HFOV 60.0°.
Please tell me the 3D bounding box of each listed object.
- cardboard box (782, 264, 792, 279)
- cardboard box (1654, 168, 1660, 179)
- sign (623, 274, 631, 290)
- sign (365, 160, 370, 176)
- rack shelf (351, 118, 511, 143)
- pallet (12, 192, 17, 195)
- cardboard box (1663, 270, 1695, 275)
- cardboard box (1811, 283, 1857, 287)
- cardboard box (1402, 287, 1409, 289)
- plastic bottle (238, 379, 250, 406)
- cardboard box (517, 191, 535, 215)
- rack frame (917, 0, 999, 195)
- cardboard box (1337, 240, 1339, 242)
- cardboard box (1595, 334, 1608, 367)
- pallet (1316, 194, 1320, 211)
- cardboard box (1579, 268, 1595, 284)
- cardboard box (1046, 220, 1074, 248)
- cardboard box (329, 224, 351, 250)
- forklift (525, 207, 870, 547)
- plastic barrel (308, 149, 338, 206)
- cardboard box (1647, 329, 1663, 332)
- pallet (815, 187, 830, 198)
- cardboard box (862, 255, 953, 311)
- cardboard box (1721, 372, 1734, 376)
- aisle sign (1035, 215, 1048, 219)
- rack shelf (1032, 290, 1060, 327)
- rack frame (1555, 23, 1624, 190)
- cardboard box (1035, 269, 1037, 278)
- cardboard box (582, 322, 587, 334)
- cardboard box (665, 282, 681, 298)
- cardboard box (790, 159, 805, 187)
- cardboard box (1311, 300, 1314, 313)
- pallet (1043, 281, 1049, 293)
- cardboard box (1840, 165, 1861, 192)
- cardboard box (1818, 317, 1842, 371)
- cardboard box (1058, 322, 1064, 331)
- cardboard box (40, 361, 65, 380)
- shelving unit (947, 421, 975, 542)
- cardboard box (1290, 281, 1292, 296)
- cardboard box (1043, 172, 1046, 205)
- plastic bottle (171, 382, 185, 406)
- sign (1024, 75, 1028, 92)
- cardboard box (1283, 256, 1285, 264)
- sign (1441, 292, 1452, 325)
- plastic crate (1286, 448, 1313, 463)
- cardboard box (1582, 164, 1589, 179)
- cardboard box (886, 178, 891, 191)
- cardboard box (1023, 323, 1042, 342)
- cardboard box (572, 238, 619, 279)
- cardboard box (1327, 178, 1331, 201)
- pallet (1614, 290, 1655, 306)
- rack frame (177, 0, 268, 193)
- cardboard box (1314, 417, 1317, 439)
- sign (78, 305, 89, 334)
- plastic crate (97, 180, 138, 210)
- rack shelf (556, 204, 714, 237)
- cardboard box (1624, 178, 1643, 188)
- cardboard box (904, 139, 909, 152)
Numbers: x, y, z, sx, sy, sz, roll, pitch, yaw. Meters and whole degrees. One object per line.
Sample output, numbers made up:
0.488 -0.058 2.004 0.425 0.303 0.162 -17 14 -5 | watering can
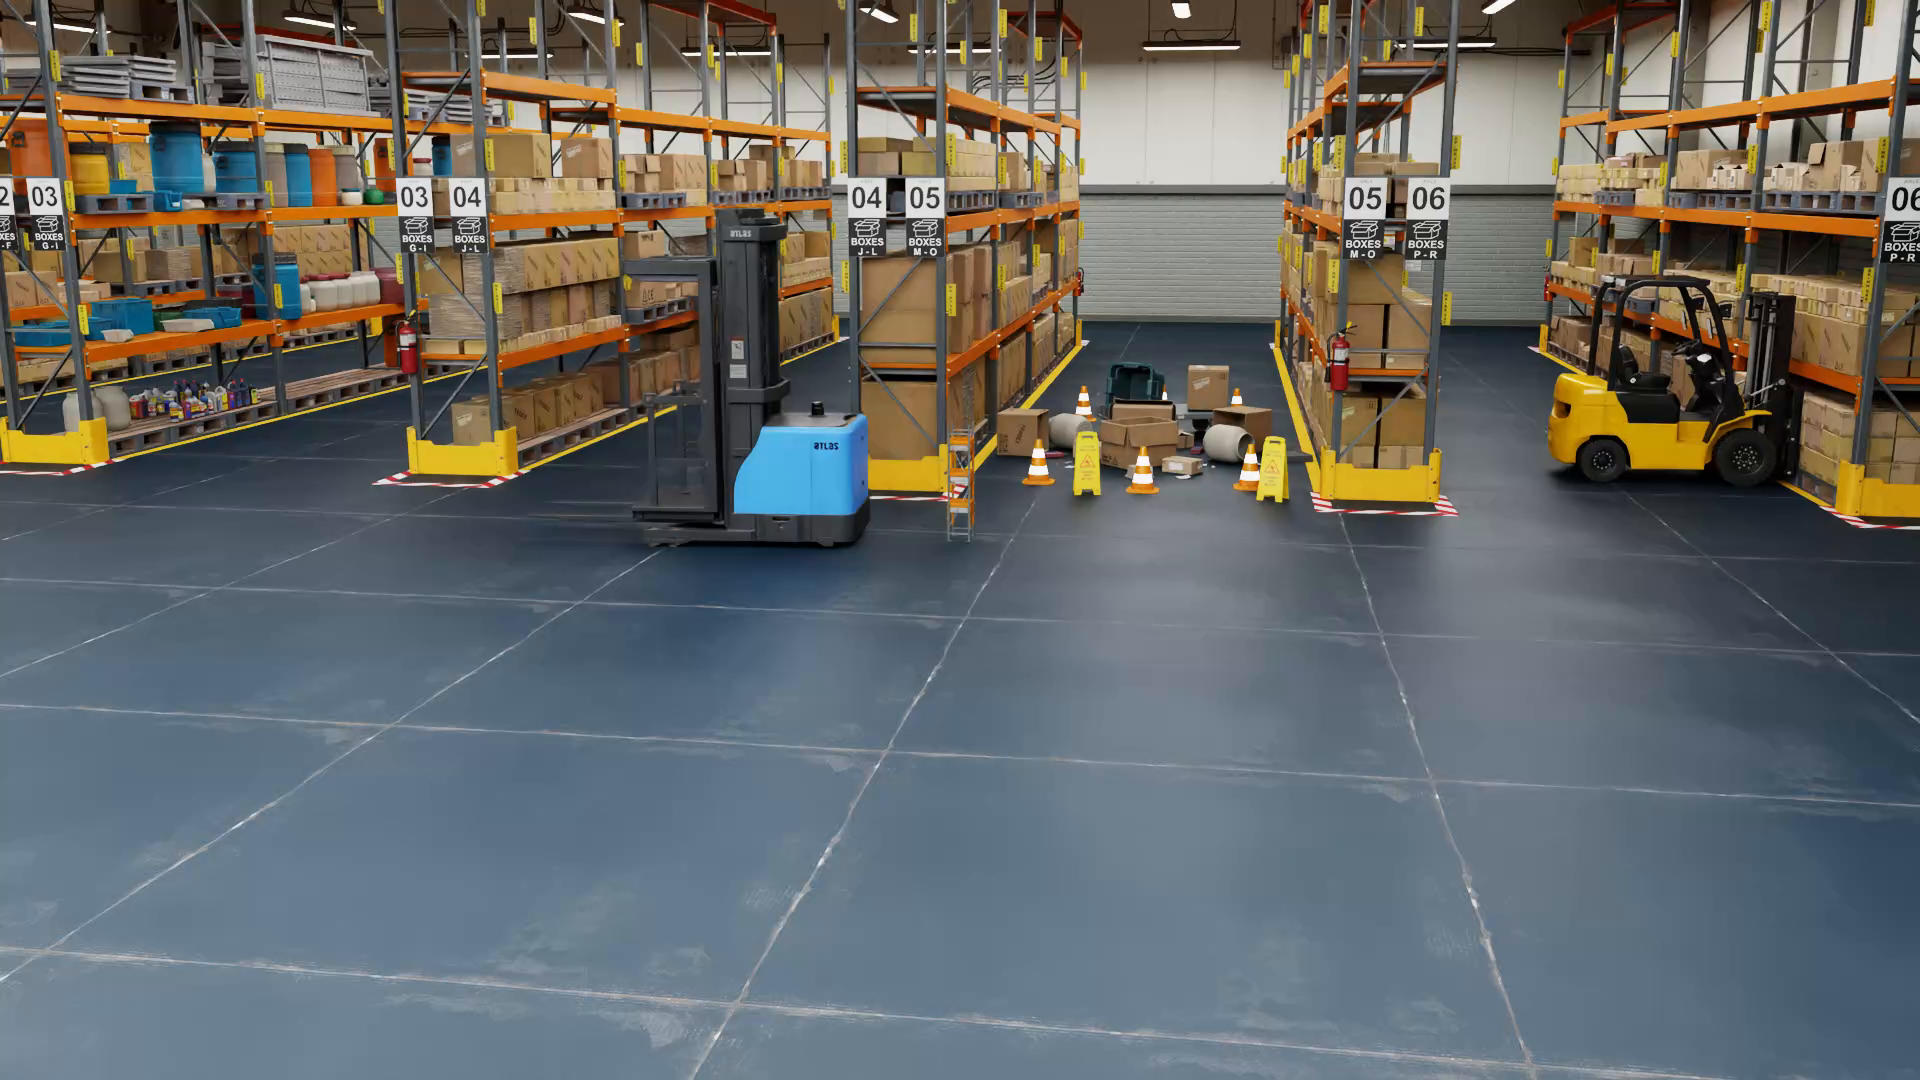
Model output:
-3.349 -4.864 30.095 0.500 0.250 0.500 2 12 8 | cardboard box
10.299 -5.312 24.105 0.380 0.149 0.250 1 12 7 | cardboard box
-4.373 -3.445 21.803 0.100 0.325 0.005 2 12 9 | sign
-12.307 -7.734 34.540 0.100 0.325 0.005 2 12 9 | sign
-8.881 -6.833 27.994 1.077 0.370 4.000 2 12 9 | rack shelf
-14.268 -5.189 25.279 1.003 0.211 1.213 2 12 11 | pallet
10.062 -3.698 23.257 0.380 0.149 0.250 2 12 10 | cardboard box
9.249 -2.636 17.622 0.380 0.149 0.250 2 12 9 | cardboard box
4.987 -2.703 19.472 0.500 0.500 0.500 2 12 11 | cardboard box
-9.618 -1.975 22.280 0.144 0.351 0.185 2 12 7 | plastic bottle
-5.123 -3.797 18.730 0.500 0.250 0.500 2 12 7 | cardboard box
-0.025 -5.789 20.493 1.000 3.000 0.127 2 12 9 | rack frame
5.815 -4.182 24.666 0.500 0.500 0.500 1 12 7 | cardboard box
10.721 -3.112 27.249 0.500 0.500 0.500 2 12 11 | cardboard box
5.082 -4.216 20.763 1.213 0.211 1.003 2 12 9 | pallet
10.917 -4.513 28.462 0.500 0.250 0.500 2 12 9 | cardboard box
1.847 -5.720 31.097 0.500 0.500 0.500 3 12 12 | cardboard box
-12.726 -6.188 33.977 0.500 0.500 0.500 2 12 10 | cardboard box
-2.387 -1.480 14.905 3.031 2.935 1.130 1 12 5 | forklift
-9.630 -5.407 24.823 0.600 0.830 0.708 2 12 9 | plastic barrel
11.169 -3.276 26.473 0.380 0.149 0.250 1 12 6 | cardboard box
-3.168 -6.804 32.535 1.003 0.211 1.213 2 12 9 | pallet
-0.544 -2.700 17.484 0.875 0.550 0.550 2 12 9 | cardboard box
9.856 -1.710 20.447 0.875 0.625 0.625 2 12 11 | cardboard box
1.536 -6.650 32.558 0.394 0.787 0.004 2 12 9 | aisle sign
0.898 -3.753 26.996 1.077 0.370 4.000 2 12 9 | rack shelf
11.633 -7.987 30.695 1.000 3.000 0.127 2 12 9 | rack frame
1.018 -4.227 26.381 0.380 0.149 0.250 2 12 9 | cardboard box
-4.895 -2.655 20.791 0.380 0.149 0.250 2 12 9 | cardboard box
-4.285 -3.654 24.151 0.396 0.266 0.258 2 12 7 | cardboard box
-3.311 -6.853 31.082 0.700 0.500 0.500 2 12 11 | cardboard box
4.751 -3.024 21.506 0.380 0.149 0.250 2 12 8 | cardboard box
0.944 -4.273 28.156 1.003 0.211 1.213 2 12 9 | pallet
9.038 -3.614 16.606 0.396 0.266 0.258 2 12 9 | cardboard box
9.077 -1.991 16.876 0.500 0.500 0.500 2 12 10 | cardboard box
1.692 -3.904 30.345 0.380 0.149 0.250 2 12 10 | cardboard box
-14.155 -2.617 25.545 0.500 0.250 0.500 2 12 10 | cardboard box
0.008 -0.524 14.934 0.215 1.050 0.252 2 12 9 | shelving unit
5.706 -4.118 27.336 0.500 0.250 0.500 2 12 7 | cardboard box
1.083 -5.523 26.142 0.500 0.500 0.500 2 12 9 | cardboard box
-10.367 -1.924 22.046 0.144 0.351 0.185 1 12 6 | plastic bottle
1.285 -8.799 32.059 0.100 0.325 0.005 2 12 9 | sign
6.320 -5.067 31.146 0.500 0.500 0.500 2 12 8 | cardboard box
4.803 -2.289 16.442 0.100 0.325 0.005 2 12 9 | sign
3.830 -0.989 19.393 0.402 0.080 0.583 -2 12 -11 | plastic crate
11.013 -6.329 28.582 0.500 0.250 0.500 2 12 10 | cardboard box
-0.924 -3.701 17.289 0.380 0.149 0.250 2 12 9 | cardboard box
1.014 -3.280 26.248 0.500 0.250 0.500 2 12 8 | cardboard box
-4.707 -3.618 21.345 0.500 0.500 0.500 2 12 9 | cardboard box
4.308 -3.856 18.294 0.500 0.250 0.500 2 12 9 | cardboard box
10.697 -3.700 25.499 1.003 0.211 1.213 2 12 9 | pallet
-9.804 -6.131 22.081 1.000 3.000 0.127 2 12 9 | rack frame
4.454 -1.352 19.677 0.500 0.250 0.500 3 12 12 | cardboard box
-9.876 -2.482 18.733 0.100 0.325 0.005 2 12 9 | sign
-10.424 -4.231 20.422 0.392 0.384 0.575 2 12 9 | plastic crate
-4.602 -4.569 23.660 1.077 0.370 4.000 2 12 9 | rack shelf
10.368 -5.449 25.401 0.380 0.149 0.250 2 12 10 | cardboard box
-0.766 -4.303 18.189 0.380 0.149 0.250 2 12 9 | cardboard box
